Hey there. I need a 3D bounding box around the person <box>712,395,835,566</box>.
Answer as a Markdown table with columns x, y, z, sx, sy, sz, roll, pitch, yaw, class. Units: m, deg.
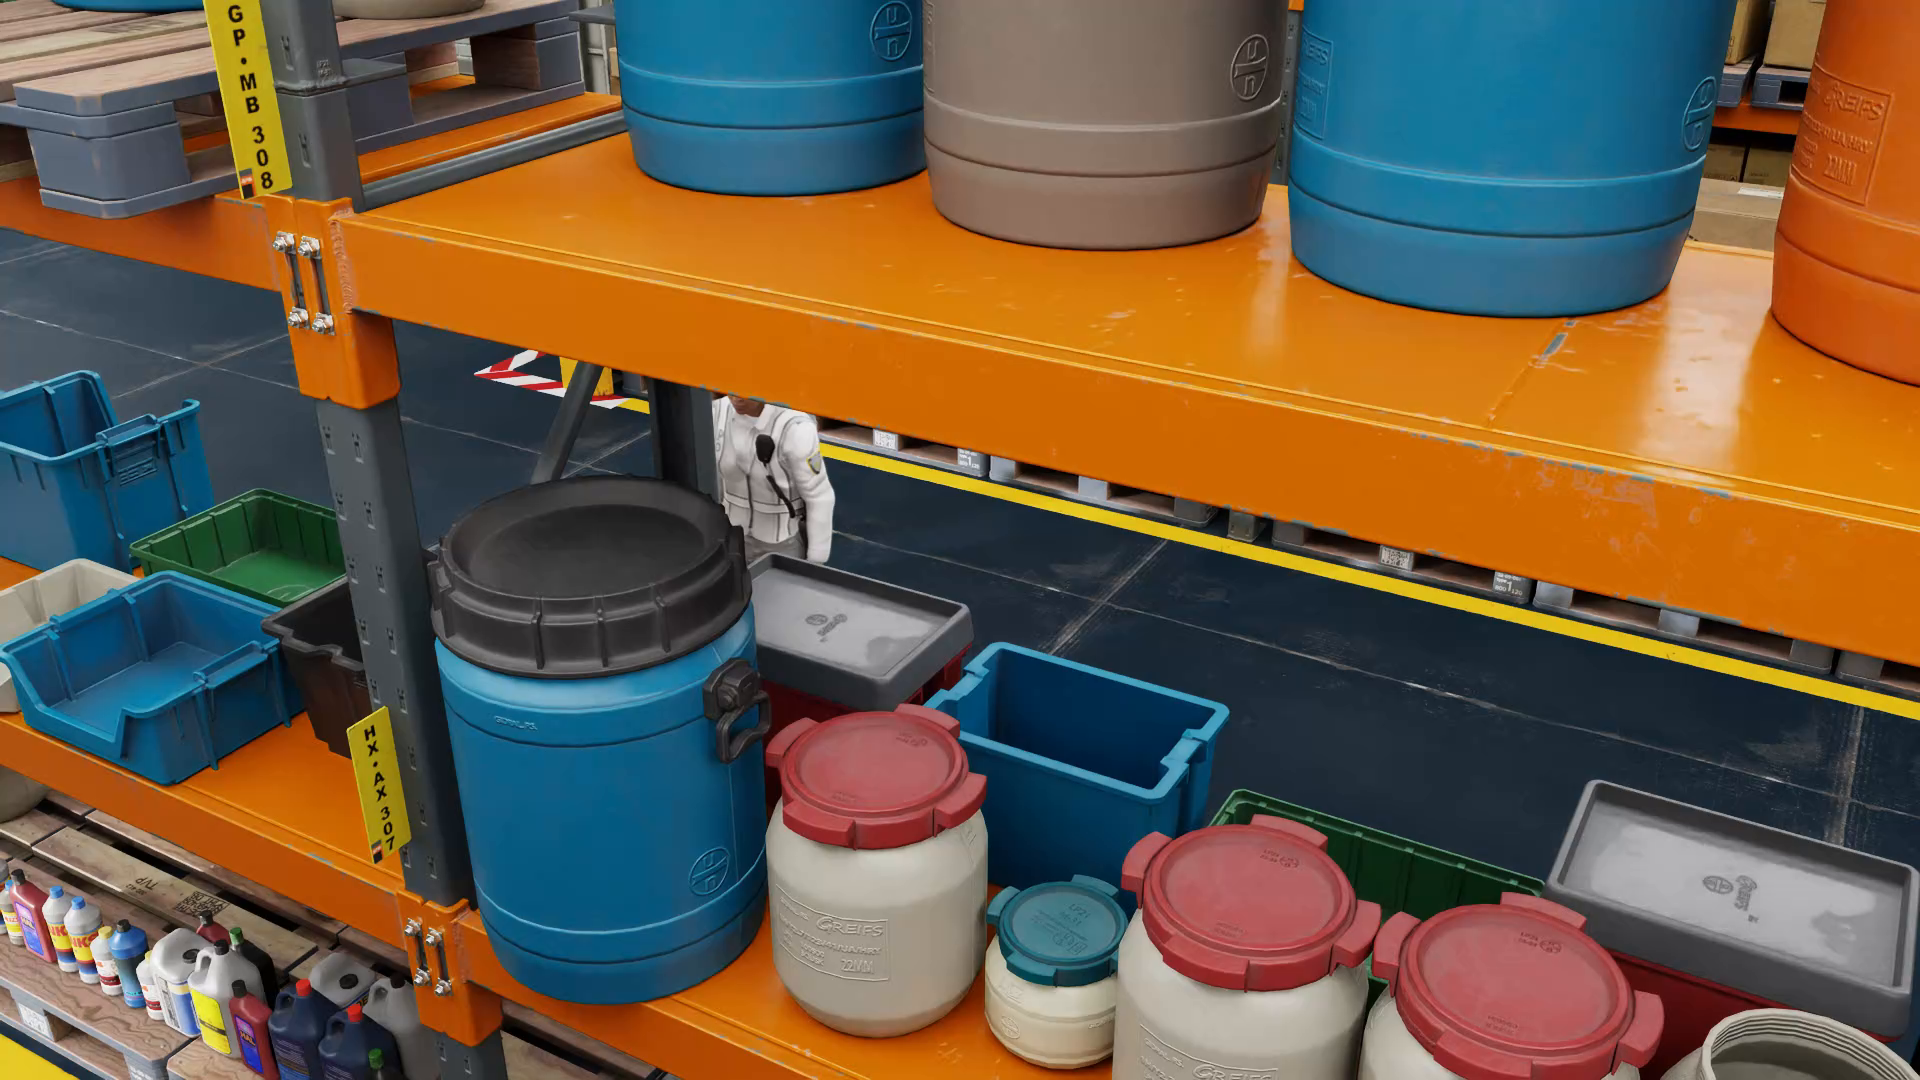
| x | y | z | sx | sy | sz | roll | pitch | yaw | class |
| --- | --- | --- | --- | --- | --- | --- | --- | --- | --- |
| -0.720 | 0.041 | 6.032 | 0.540 | 1.662 | 0.415 | 12 | 29 | 23 | person |
